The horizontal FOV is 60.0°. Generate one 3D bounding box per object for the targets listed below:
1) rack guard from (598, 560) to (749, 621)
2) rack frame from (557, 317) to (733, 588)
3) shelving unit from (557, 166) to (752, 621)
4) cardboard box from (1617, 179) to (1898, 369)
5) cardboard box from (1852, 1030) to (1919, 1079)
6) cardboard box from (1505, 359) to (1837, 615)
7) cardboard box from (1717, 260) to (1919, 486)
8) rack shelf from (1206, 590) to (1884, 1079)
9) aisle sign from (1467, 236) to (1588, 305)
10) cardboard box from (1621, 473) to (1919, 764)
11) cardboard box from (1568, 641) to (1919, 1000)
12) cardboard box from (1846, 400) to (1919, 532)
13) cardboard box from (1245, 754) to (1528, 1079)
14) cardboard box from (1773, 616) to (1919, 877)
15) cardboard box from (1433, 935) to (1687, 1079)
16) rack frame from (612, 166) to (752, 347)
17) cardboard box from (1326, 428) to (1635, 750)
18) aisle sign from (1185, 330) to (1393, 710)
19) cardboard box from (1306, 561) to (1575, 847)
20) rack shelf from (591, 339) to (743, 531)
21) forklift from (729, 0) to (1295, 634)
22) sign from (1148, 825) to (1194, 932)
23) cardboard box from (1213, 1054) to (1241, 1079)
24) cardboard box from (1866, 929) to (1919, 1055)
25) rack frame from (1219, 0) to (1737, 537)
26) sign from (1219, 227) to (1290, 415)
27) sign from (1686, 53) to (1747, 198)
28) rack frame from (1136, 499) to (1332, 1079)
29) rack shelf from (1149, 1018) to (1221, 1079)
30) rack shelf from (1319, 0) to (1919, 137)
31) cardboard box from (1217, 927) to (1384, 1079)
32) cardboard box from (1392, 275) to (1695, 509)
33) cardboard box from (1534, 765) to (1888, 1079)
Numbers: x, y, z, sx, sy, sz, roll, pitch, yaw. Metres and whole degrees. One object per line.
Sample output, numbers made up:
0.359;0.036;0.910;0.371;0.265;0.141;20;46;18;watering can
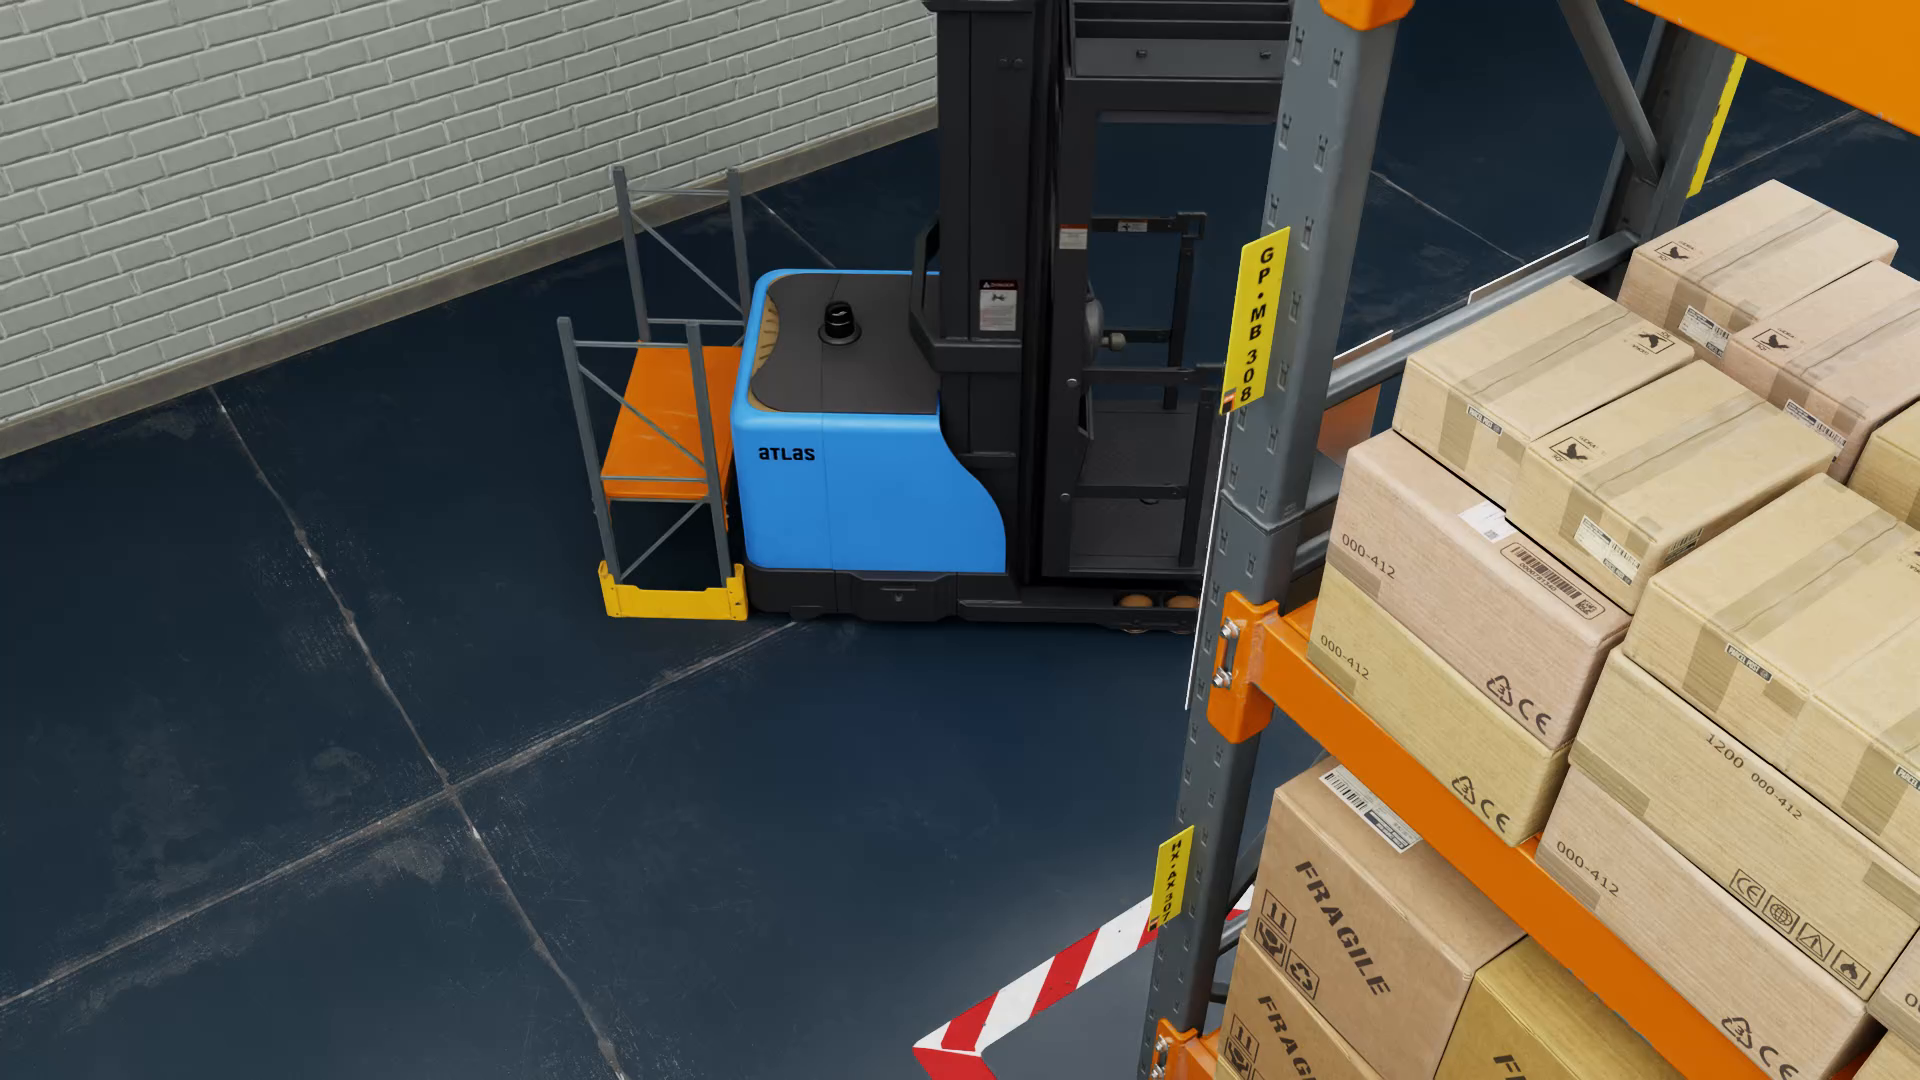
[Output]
-1.175;0.207;6.843;0.587;0.250;0.087;2;44;2;rack guard
-1.175;-0.232;6.397;0.500;1.500;0.032;2;44;2;rack frame
-1.154;-0.589;6.771;0.587;1.500;1.083;2;44;2;shelving unit
1.341;-0.438;2.813;0.380;0.149;0.250;-26;50;-25;cardboard box
1.560;0.757;2.212;0.500;0.250;0.500;-27;50;-26;cardboard box
1.040;-0.085;2.443;0.380;0.149;0.250;-24;49;-23;cardboard box
1.420;-0.268;2.635;0.380;0.149;0.250;-25;49;-24;cardboard box
2.054;1.154;2.209;1.077;0.370;4.000;-26;49;-24;rack shelf
1.114;-0.254;3.452;0.394;0.787;0.004;-26;49;-24;aisle sign
1.135;0.098;2.252;0.380;0.149;0.250;-26;49;-24;cardboard box
1.248;0.281;2.349;0.500;0.250;0.500;-26;50;-25;cardboard box
1.550;-0.114;2.474;0.380;0.149;0.250;-27;50;-26;cardboard box
0.949;0.700;3.324;0.500;0.500;0.500;-26;49;-25;cardboard box
1.274;0.236;2.107;0.380;0.149;0.250;-25;49;-24;cardboard box
1.243;0.983;3.027;0.500;0.500;0.500;-24;49;-23;cardboard box
-1.133;-0.933;7.132;0.500;1.500;0.032;2;44;2;rack frame
0.954;-0.009;2.652;0.500;0.250;0.500;-25;49;-24;cardboard box
0.622;-0.017;3.204;0.394;0.787;0.004;-26;49;-24;aisle sign
0.957;0.171;2.826;0.500;0.250;0.500;-24;49;-23;cardboard box
-1.154;-0.452;6.889;0.538;0.185;1.000;2;44;2;rack shelf
0.647;-1.048;6.216;3.031;2.935;1.130;1;44;1;forklift
0.465;0.747;3.659;0.100;0.325;0.005;-26;49;-24;sign
0.827;1.250;3.941;0.380;0.149;0.250;-26;49;-25;cardboard box
1.527;0.572;2.044;0.500;0.250;0.500;-25;49;-24;cardboard box
0.910;-1.324;2.111;1.000;3.000;0.127;-26;49;-24;rack frame
0.465;-0.341;2.620;0.100;0.325;0.005;-26;49;-24;sign
1.377;-0.767;3.059;0.100;0.325;0.005;-26;49;-24;sign
0.910;0.846;4.182;1.000;3.000;0.127;-26;49;-24;rack frame
2.054;2.239;3.244;1.077;0.370;4.000;-26;49;-24;rack shelf
2.054;0.070;1.174;1.077;0.370;4.000;-26;49;-24;rack shelf
0.940;1.066;3.665;0.500;0.500;0.500;-23;48;-23;cardboard box
0.909;-0.236;2.602;0.380;0.149;0.250;-26;49;-25;cardboard box
1.255;0.471;2.512;0.500;0.250;0.500;-24;49;-23;cardboard box
